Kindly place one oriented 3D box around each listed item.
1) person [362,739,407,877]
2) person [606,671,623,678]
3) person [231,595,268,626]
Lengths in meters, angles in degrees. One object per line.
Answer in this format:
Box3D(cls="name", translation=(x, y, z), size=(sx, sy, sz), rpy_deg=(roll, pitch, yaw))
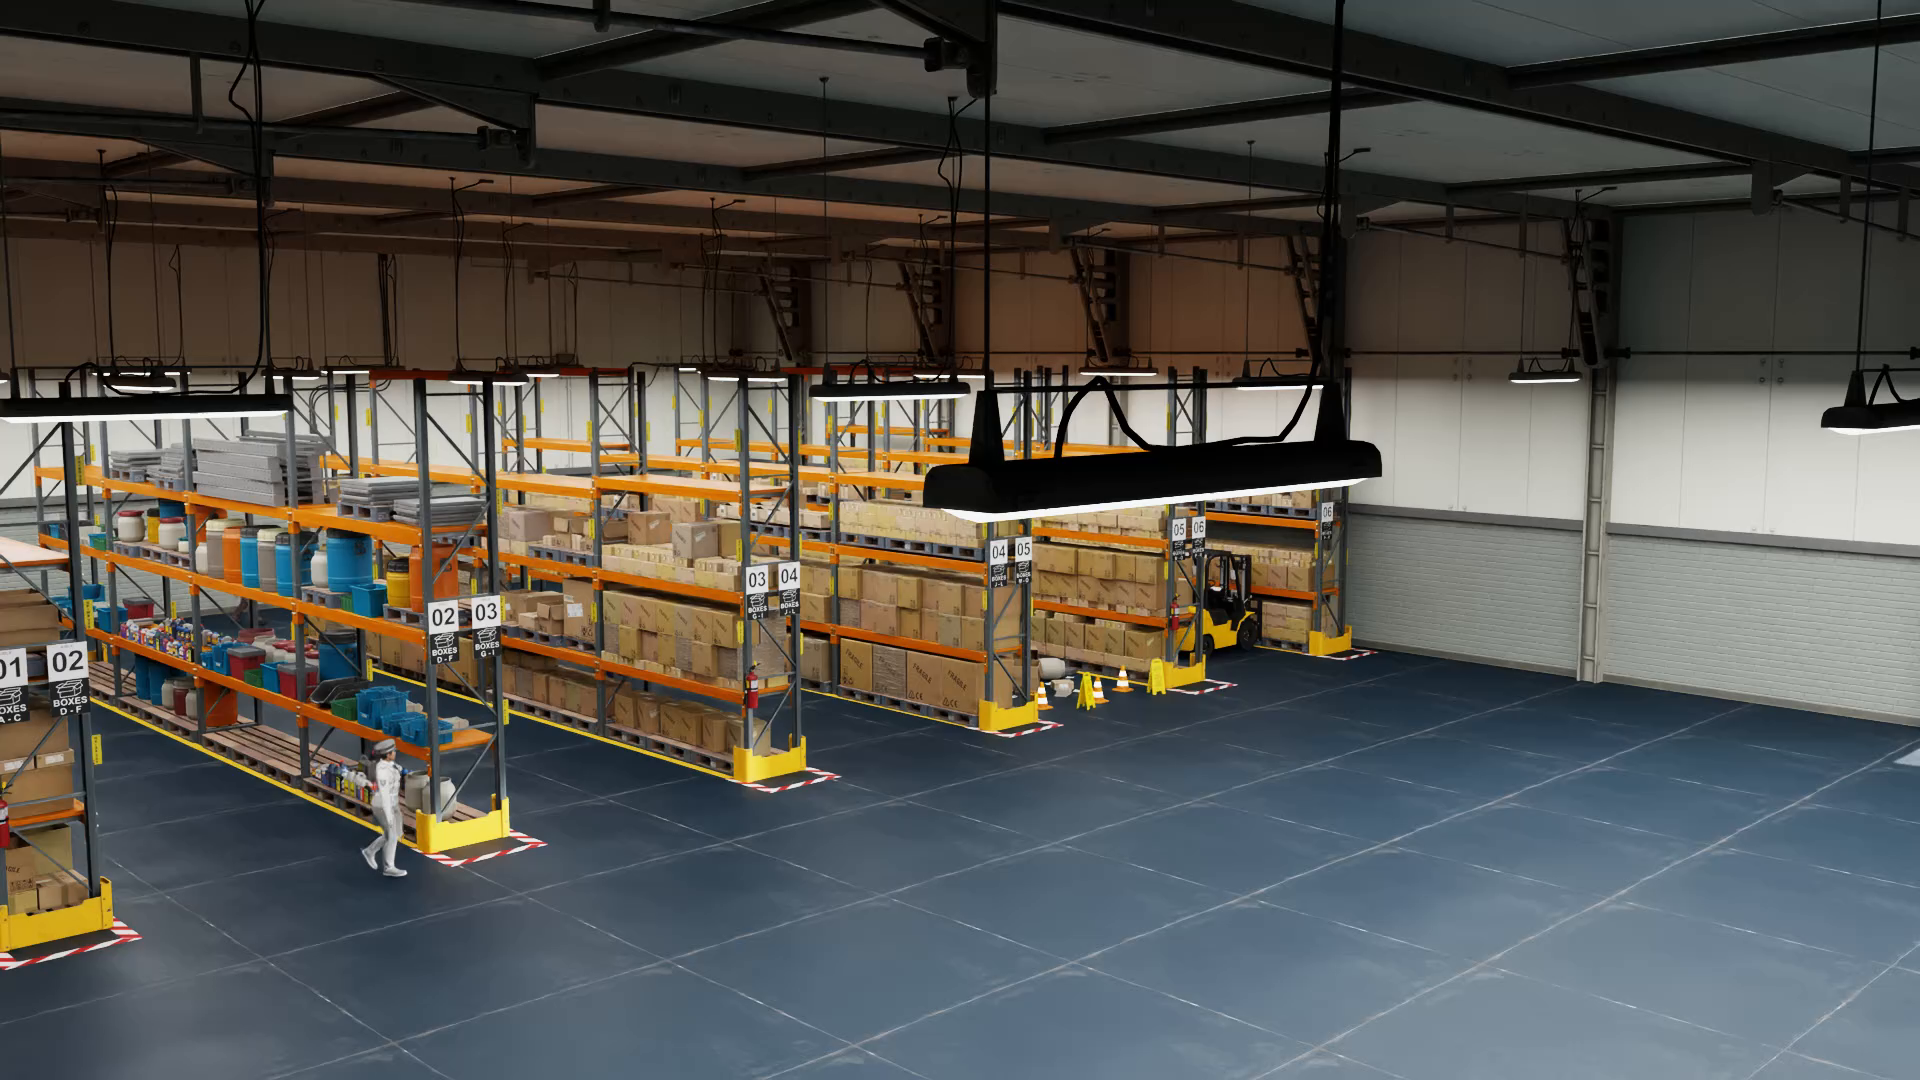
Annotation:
Box3D(cls="person", translation=(-6.978, 3.231, 20.045), size=(0.571, 1.657, 0.471), rpy_deg=(0, 6, -1))
Box3D(cls="person", translation=(-6.804, 1.896, 32.128), size=(0.538, 1.620, 0.459), rpy_deg=(-4, 8, -31))
Box3D(cls="person", translation=(-16.448, 1.138, 38.515), size=(1.059, 1.665, 0.571), rpy_deg=(1, 7, 10))
